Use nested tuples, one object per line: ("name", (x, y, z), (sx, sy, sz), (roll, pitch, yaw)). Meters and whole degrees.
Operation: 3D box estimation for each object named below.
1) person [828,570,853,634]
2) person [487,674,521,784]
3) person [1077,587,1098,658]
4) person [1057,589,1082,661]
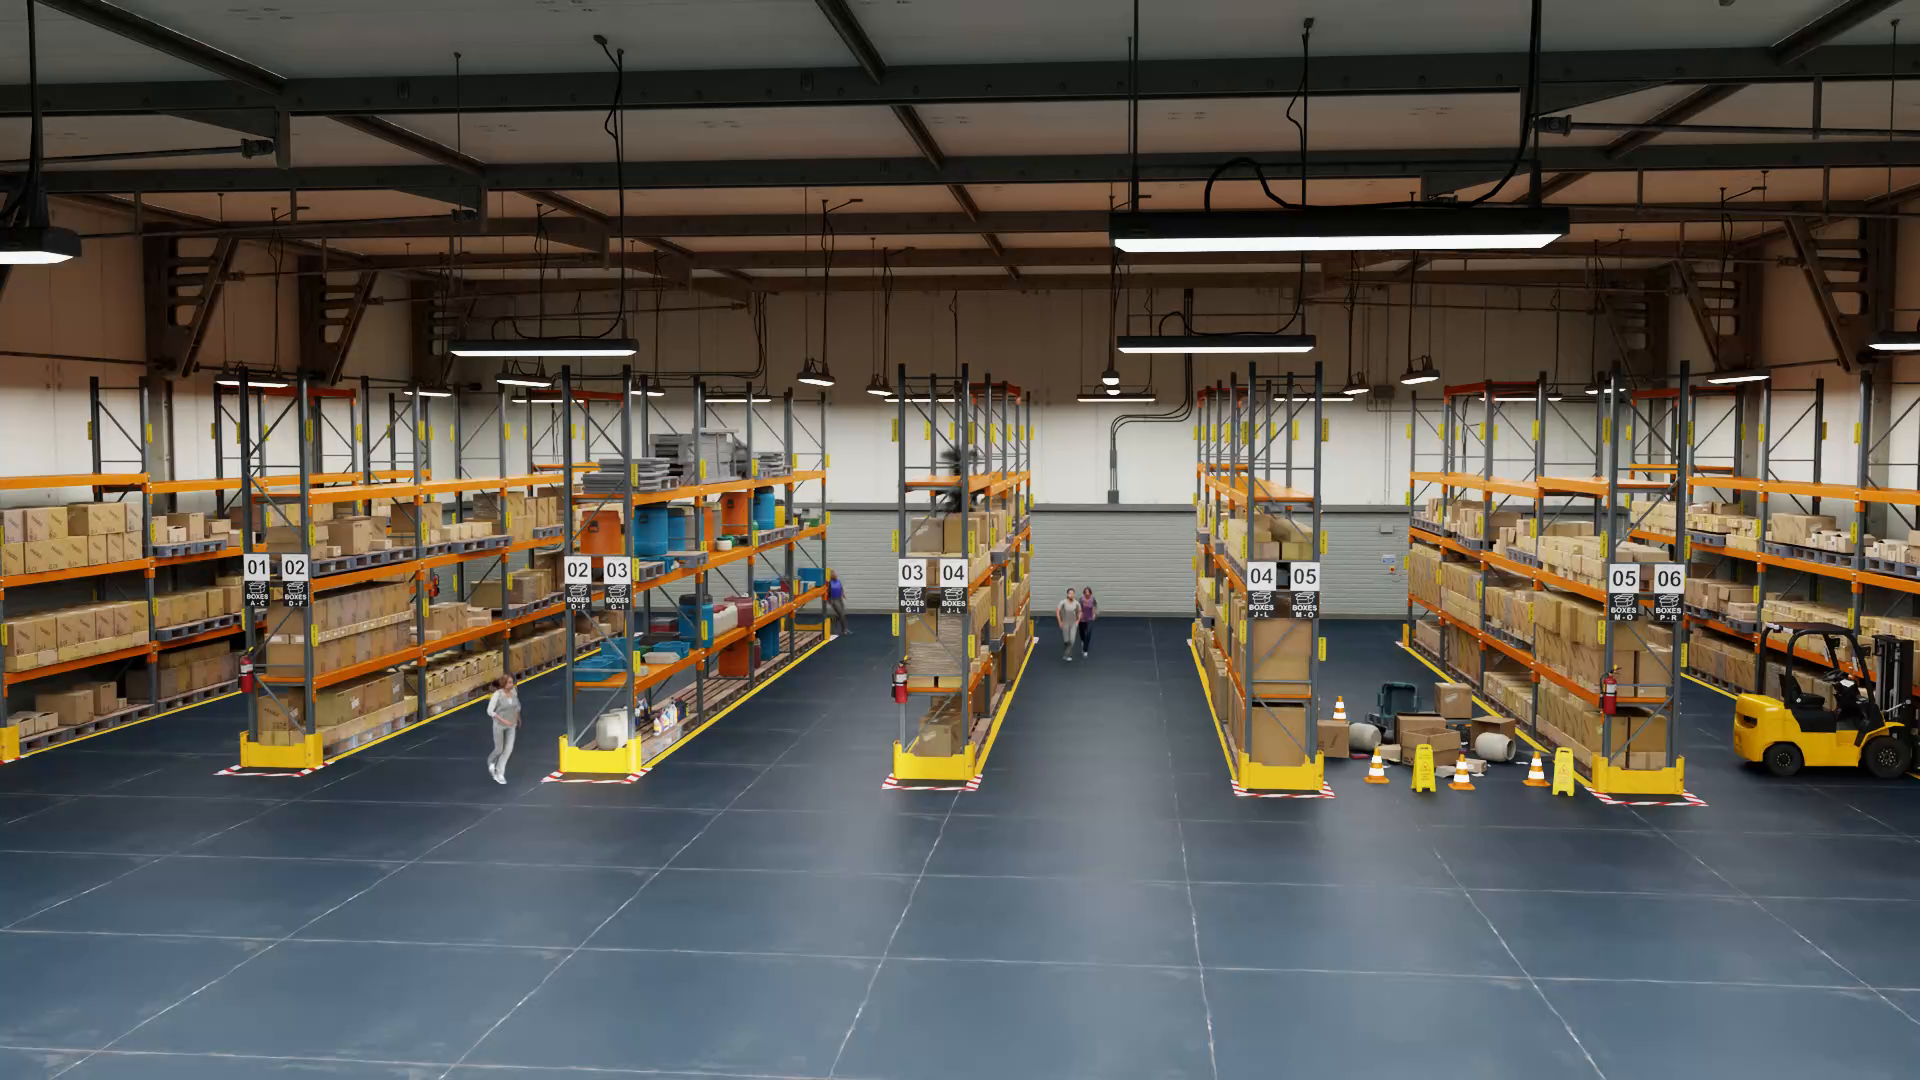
("person", (-3.110, 1.545, 41.467), (0.745, 1.595, 0.629), (3, 5, 41))
("person", (-6.609, 2.691, 23.997), (0.553, 1.574, 0.640), (-3, 5, -38))
("person", (2.832, 1.850, 37.457), (0.541, 1.542, 0.959), (0, 4, 2))
("person", (2.406, 1.856, 36.620), (0.568, 1.598, 0.554), (0, 4, -3))
